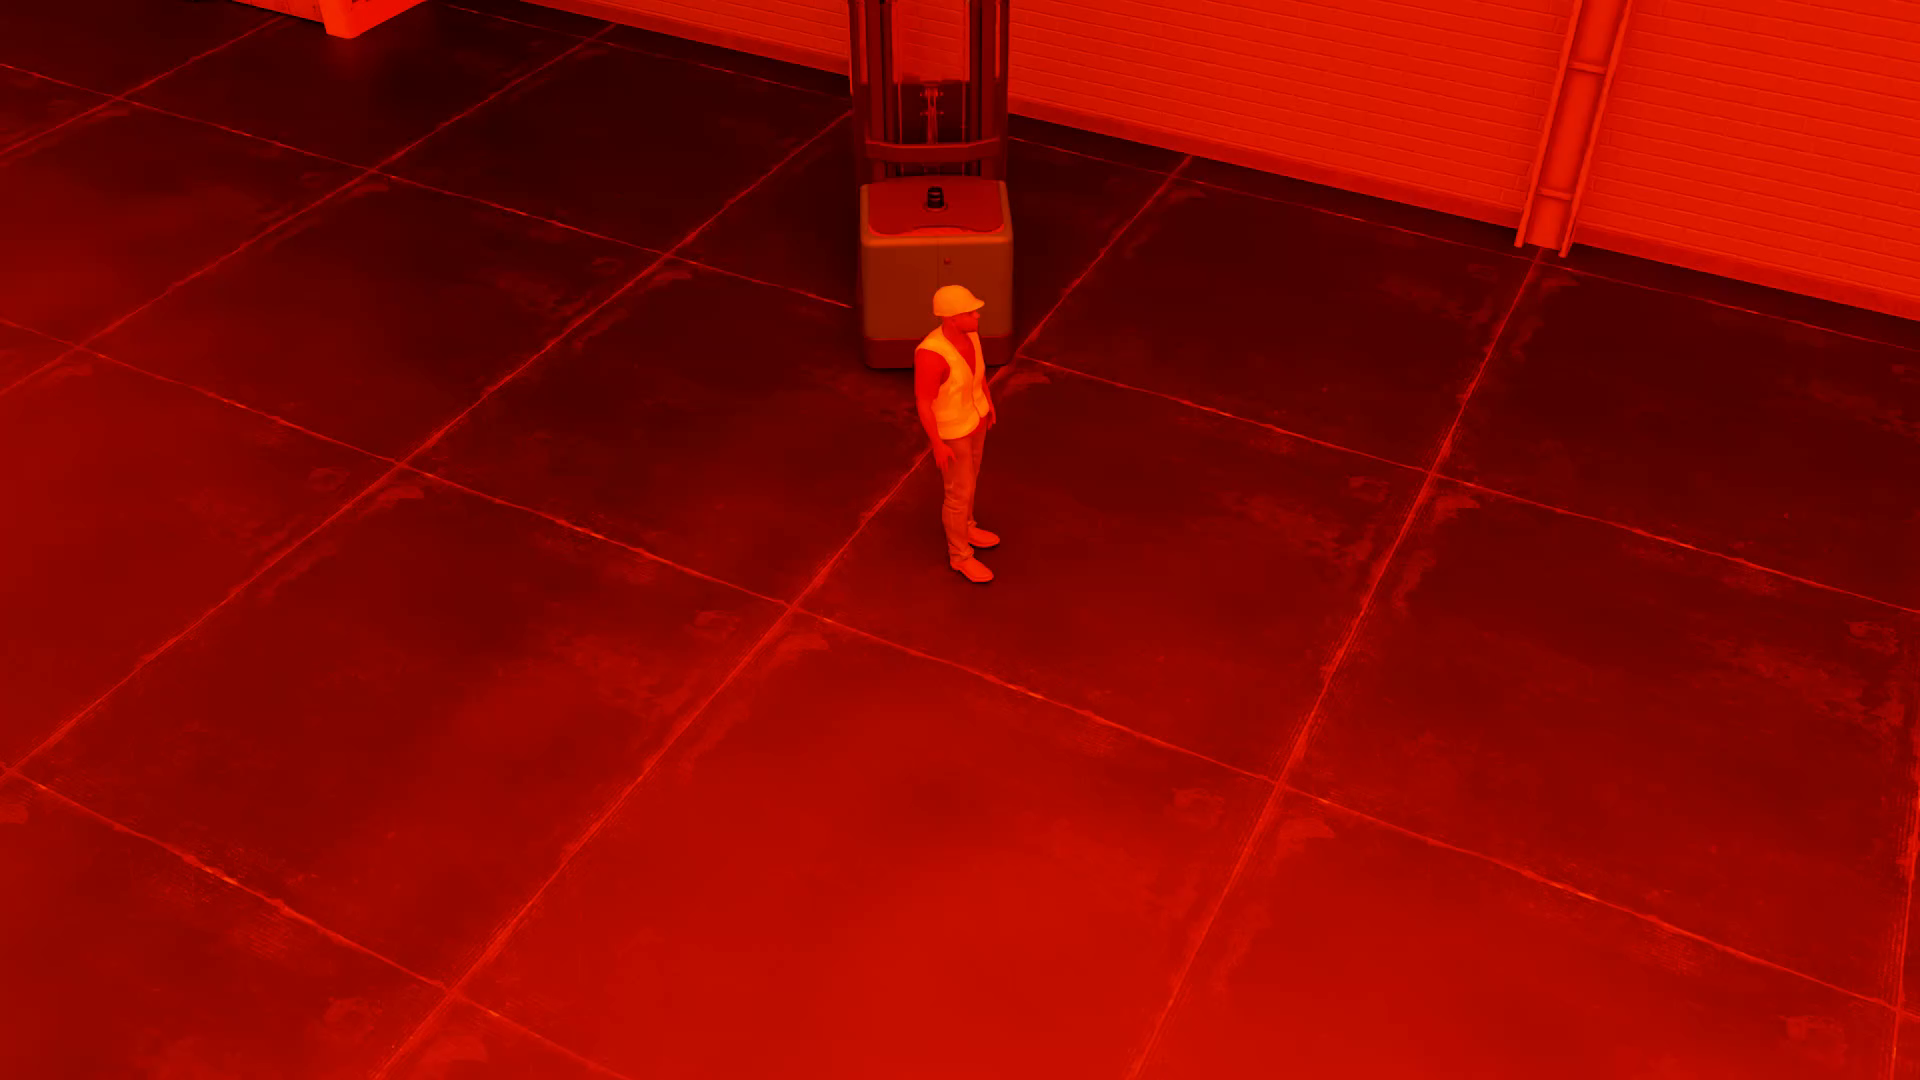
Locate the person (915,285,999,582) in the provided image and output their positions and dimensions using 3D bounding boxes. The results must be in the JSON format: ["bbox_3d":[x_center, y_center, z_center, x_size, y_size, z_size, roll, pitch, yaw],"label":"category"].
[{"bbox_3d":[0.059,-0.657,9.660,0.577,1.765,0.666,18,43,21],"label":"person"}]

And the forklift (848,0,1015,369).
[{"bbox_3d":[-0.222,-3.245,11.839,1.130,2.935,3.031,-2,40,-2],"label":"forklift"}]
